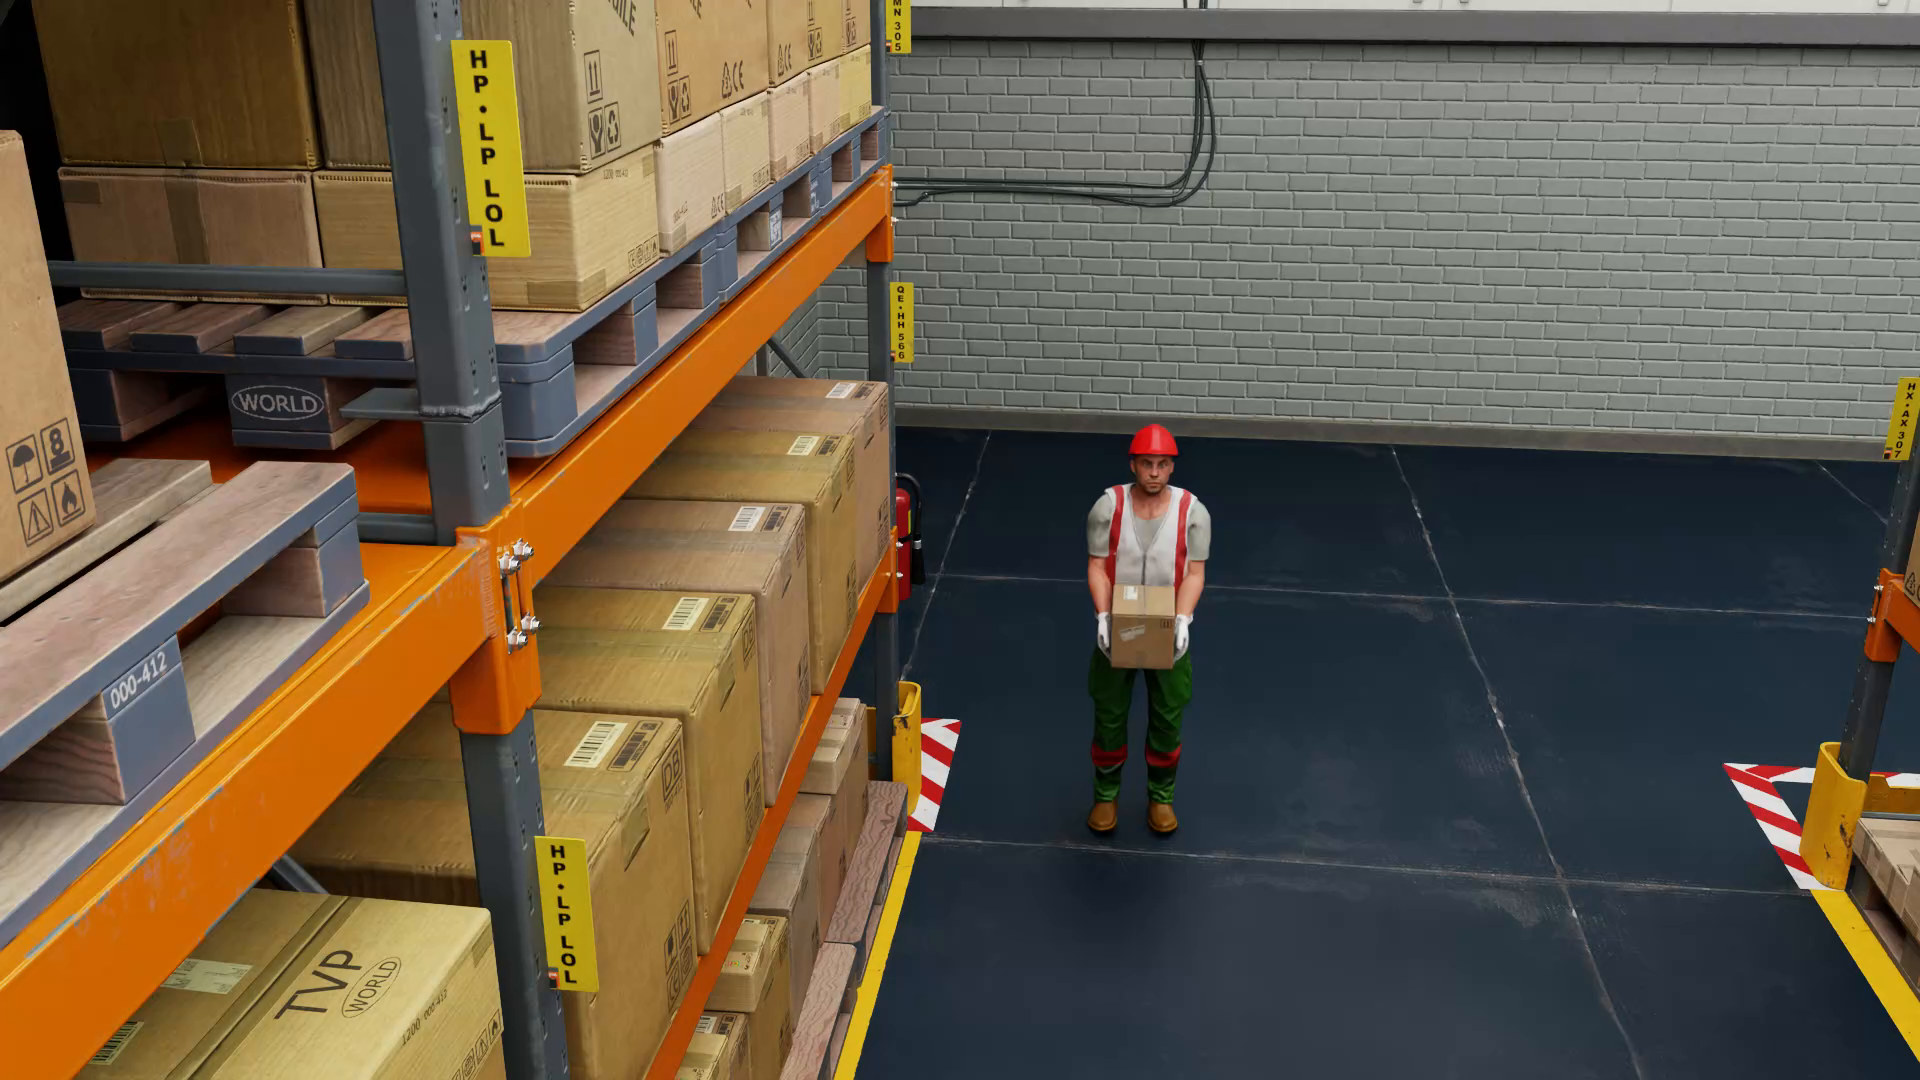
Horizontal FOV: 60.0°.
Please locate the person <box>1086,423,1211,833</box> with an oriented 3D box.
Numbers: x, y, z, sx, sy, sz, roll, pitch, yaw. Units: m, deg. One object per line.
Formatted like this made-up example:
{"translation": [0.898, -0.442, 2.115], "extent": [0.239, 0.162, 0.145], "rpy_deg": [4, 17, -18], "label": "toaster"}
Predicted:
{"translation": [0.772, 0.409, 6.975], "extent": [0.519, 1.793, 0.547], "rpy_deg": [2, 21, 6], "label": "person"}
